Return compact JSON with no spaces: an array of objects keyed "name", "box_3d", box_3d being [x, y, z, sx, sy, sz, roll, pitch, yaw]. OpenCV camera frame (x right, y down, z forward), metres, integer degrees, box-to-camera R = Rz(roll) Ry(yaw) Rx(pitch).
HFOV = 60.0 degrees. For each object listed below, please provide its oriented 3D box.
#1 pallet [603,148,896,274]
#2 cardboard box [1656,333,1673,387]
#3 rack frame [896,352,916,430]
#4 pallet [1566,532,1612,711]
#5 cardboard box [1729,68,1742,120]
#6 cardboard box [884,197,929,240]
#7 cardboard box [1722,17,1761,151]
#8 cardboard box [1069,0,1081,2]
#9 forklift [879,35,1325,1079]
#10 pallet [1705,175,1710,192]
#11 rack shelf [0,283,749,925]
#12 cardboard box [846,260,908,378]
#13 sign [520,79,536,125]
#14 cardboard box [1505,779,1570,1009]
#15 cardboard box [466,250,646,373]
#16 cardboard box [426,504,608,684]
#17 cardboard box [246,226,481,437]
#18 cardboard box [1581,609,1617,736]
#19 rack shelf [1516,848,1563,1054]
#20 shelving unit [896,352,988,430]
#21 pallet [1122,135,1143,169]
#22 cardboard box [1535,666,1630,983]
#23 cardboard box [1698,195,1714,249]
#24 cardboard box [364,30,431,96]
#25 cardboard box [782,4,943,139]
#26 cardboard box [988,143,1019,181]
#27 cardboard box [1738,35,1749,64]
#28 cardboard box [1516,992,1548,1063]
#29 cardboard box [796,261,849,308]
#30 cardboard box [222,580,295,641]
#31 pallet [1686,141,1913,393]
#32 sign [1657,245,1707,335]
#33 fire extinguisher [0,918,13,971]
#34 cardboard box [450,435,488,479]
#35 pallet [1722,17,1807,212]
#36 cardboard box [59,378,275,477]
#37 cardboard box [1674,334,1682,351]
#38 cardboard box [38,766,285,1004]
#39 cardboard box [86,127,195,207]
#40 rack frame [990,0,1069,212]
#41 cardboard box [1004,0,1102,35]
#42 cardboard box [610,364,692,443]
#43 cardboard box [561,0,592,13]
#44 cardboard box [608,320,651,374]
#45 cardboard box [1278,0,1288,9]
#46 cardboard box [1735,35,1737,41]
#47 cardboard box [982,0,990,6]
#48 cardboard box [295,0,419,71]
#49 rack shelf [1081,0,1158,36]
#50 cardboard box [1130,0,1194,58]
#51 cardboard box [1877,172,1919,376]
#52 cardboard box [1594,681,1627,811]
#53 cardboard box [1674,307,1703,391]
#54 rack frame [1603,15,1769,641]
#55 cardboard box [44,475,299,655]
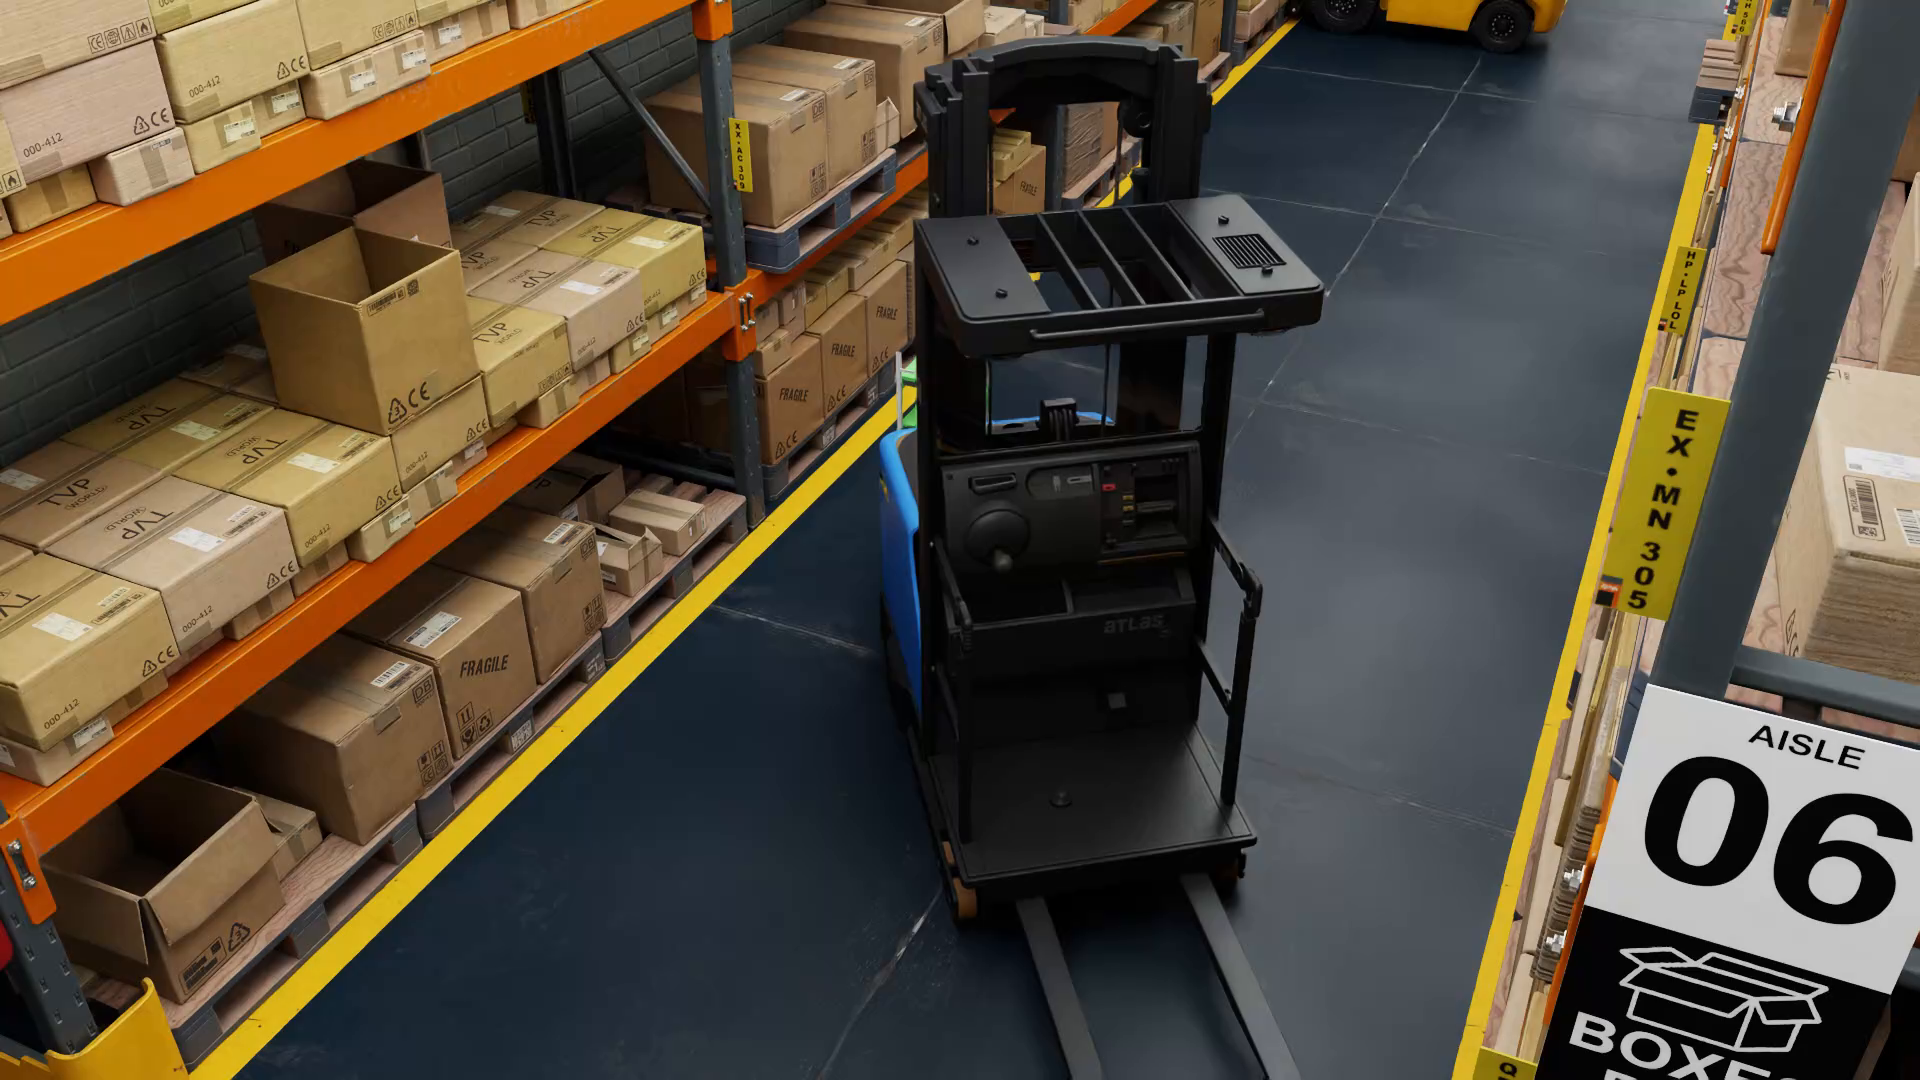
[{"name":"pallet","box_3d":[-1.027,-1.739,8.341,1.003,0.211,1.213,14,36,20]},{"name":"cardboard box","box_3d":[3.981,-0.820,8.320,0.875,0.875,0.875,15,36,21]},{"name":"rack frame","box_3d":[-0.171,-0.298,7.610,0.240,1.200,0.015,14,36,20]},{"name":"pallet","box_3d":[3.303,0.455,7.363,1.003,0.211,1.213,14,36,20]},{"name":"cardboard box","box_3d":[4.286,-2.252,8.630,0.500,0.250,0.500,14,36,20]},{"name":"cardboard box","box_3d":[-0.344,-1.882,9.690,0.380,0.149,0.250,12,35,18]},{"name":"cardboard box","box_3d":[3.865,-2.069,7.666,0.500,0.500,0.500,15,36,22]},{"name":"cardboard box","box_3d":[0.643,-3.744,10.905,0.500,0.250,0.500,14,36,20]},{"name":"forklift","box_3d":[0.446,-0.052,5.657,1.130,2.935,3.031,-7,34,-10]},{"name":"pallet","box_3d":[5.563,-2.130,11.305,1.003,0.211,1.213,14,36,20]},{"name":"rack shelf","box_3d":[-2.298,-0.149,6.398,1.077,0.370,4.000,14,36,20]},{"name":"cardboard box","box_3d":[-0.627,-1.281,9.364,0.500,0.500,0.500,13,35,19]},{"name":"sign","box_3d":[-1.966,-2.056,7.594,0.100,0.325,0.005,14,36,20]},{"name":"cardboard box","box_3d":[2.315,1.321,5.454,0.875,0.438,0.875,13,35,19]},{"name":"cardboard box","box_3d":[-1.648,-0.945,6.822,0.500,0.250,0.500,14,36,21]},{"name":"cardboard box","box_3d":[-1.965,0.199,7.108,0.700,0.500,0.500,13,35,19]},{"name":"cardboard box","box_3d":[-2.073,-0.741,5.826,0.500,0.500,0.500,15,36,22]},{"name":"cardboard box","box_3d":[2.187,0.318,4.938,0.500,0.500,0.500,14,36,21]},{"name":"rack shelf","box_3d":[2.212,0.988,4.664,1.077,0.370,4.000,14,36,20]},{"name":"shelving unit","box_3d":[-0.069,-0.419,7.795,0.258,1.200,0.503,14,36,20]},{"name":"pallet","box_3d":[1.104,-3.279,13.058,1.003,0.211,1.213,14,36,20]},{"name":"cardboard box","box_3d":[1.553,0.661,3.503,0.500,0.500,0.500,14,36,21]},{"name":"cardboard box","box_3d":[3.426,-1.241,7.088,0.500,0.250,0.500,15,36,22]},{"name":"cardboard box","box_3d":[-1.960,-1.575,5.410,0.380,0.149,0.250,15,36,21]},{"name":"cardboard box","box_3d":[-0.510,-2.502,8.856,0.700,0.500,0.500,14,36,20]},{"name":"cardboard box","box_3d":[0.150,-2.393,10.469,0.380,0.149,0.250,12,35,18]},{"name":"cardboard box","box_3d":[4.660,-2.933,9.243,0.500,0.500,0.500,13,35,19]},{"name":"cardboard box","box_3d":[1.337,1.340,3.380,0.500,0.500,0.500,14,36,21]},{"name":"cardboard box","box_3d":[-0.824,-1.391,8.941,0.380,0.149,0.250,14,36,20]},{"name":"cardboard box","box_3d":[-2.443,0.162,5.496,0.380,0.149,0.250,15,36,22]},{"name":"pallet","box_3d":[2.186,-0.516,3.647,1.003,0.211,1.213,14,36,20]},{"name":"sign","box_3d":[2.552,-0.880,5.873,0.100,0.325,0.005,14,36,20]},{"name":"fire extinguisher","box_3d":[-2.776,0.914,4.532,0.296,0.674,0.183,14,36,20]},{"name":"cardboard box","box_3d":[-2.027,-0.360,6.293,0.380,0.149,0.250,14,36,20]},{"name":"pallet","box_3d":[2.697,-1.122,4.570,1.003,0.211,1.213,14,36,20]},{"name":"cardboard box","box_3d":[-2.755,-0.308,5.849,0.500,0.250,0.500,15,36,22]},{"name":"cardboard box","box_3d":[3.222,-0.781,6.843,0.500,0.250,0.500,14,36,20]},{"name":"cardboard box","box_3d":[-2.792,1.131,5.683,0.797,0.503,0.637,13,35,19]},{"name":"cardboard box","box_3d":[-2.383,-1.070,4.639,0.380,0.149,0.250,15,36,22]},{"name":"rack frame","box_3d":[0.213,-3.438,10.758,1.000,3.000,0.127,14,36,20]},{"name":"cardboard box","box_3d":[0.620,-3.541,11.051,0.500,0.250,0.500,14,36,21]},{"name":"cardboard box","box_3d":[-1.524,-0.889,8.767,0.500,0.500,0.500,14,36,20]},{"name":"cardboard box","box_3d":[-1.569,-2.096,6.204,0.380,0.149,0.250,15,36,22]},{"name":"cardboard box","box_3d":[-1.541,-0.855,7.047,0.380,0.149,0.250,15,36,22]},{"name":"cardboard box","box_3d":[2.788,-5.137,15.474,0.500,0.250,0.500,15,36,21]},{"name":"cardboard box","box_3d":[7.044,-4.446,14.420,0.500,0.250,0.500,17,37,24]},{"name":"cardboard box","box_3d":[-0.145,-3.435,10.279,0.500,0.500,0.500,16,36,23]},{"name":"cardboard box","box_3d":[-2.086,-1.701,5.239,0.500,0.250,0.500,14,36,20]},{"name":"rack shelf","box_3d":[1.049,-4.134,12.475,1.077,0.370,4.000,14,36,20]},{"name":"cardboard box","box_3d":[1.346,-3.966,13.345,0.875,0.625,0.625,14,36,20]},{"name":"cardboard box","box_3d":[2.047,-0.486,3.127,0.500,0.311,0.500,15,36,21]},{"name":"cardboard box","box_3d":[1.460,0.447,3.238,0.380,0.149,0.250,14,36,20]},{"name":"cardboard box","box_3d":[2.413,-0.338,5.026,0.500,0.500,0.500,14,36,20]},{"name":"rack frame","box_3d":[3.049,-0.309,5.986,1.000,3.000,0.127,14,36,20]},{"name":"cardboard box","box_3d":[-2.489,0.069,5.275,0.500,0.250,0.500,15,36,21]}]
